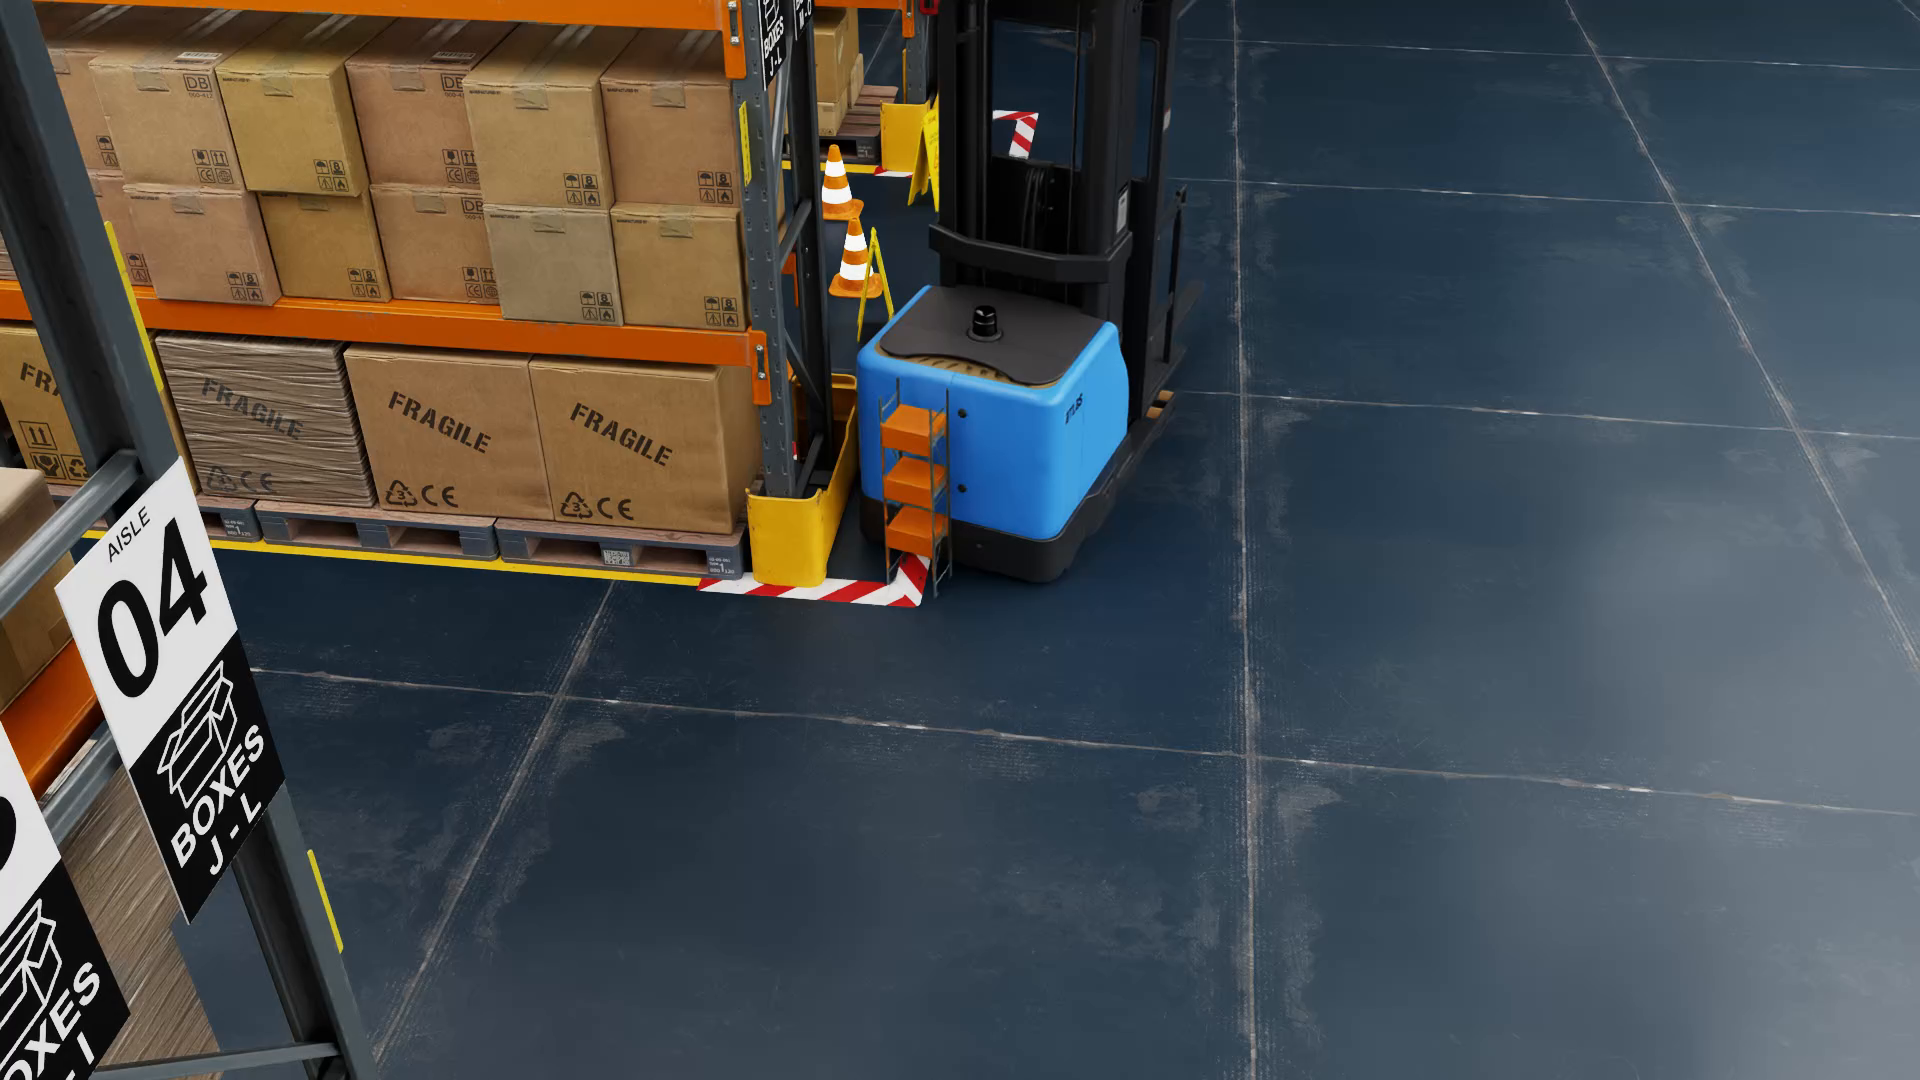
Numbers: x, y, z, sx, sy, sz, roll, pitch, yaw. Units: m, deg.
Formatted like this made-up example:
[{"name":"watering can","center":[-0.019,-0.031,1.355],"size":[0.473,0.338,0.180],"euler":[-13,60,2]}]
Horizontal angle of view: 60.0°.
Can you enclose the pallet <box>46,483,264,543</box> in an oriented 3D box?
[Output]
[{"name":"pallet","center":[-4.004,-0.399,8.628],"size":[1.213,0.211,1.003],"euler":[4,36,6]}]

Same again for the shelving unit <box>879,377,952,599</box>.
[{"name":"shelving unit","center":[-0.198,-0.228,7.661],"size":[0.252,1.050,0.215],"euler":[14,39,19]}]

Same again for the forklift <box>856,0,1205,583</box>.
[{"name":"forklift","center":[0.563,-1.841,8.307],"size":[1.130,2.935,3.031],"euler":[14,38,19]}]

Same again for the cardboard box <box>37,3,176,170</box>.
[{"name":"cardboard box","center":[-3.827,-2.116,7.573],"size":[0.550,0.550,0.875],"euler":[4,36,6]}]

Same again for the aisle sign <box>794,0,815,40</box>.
[{"name":"aisle sign","center":[-0.673,-2.566,7.025],"size":[0.004,0.787,0.394],"euler":[4,36,6]}]

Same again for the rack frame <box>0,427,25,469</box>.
[{"name":"rack frame","center":[-4.749,-1.636,7.960],"size":[0.127,3.000,1.000],"euler":[4,36,6]}]

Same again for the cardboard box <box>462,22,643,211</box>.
[{"name":"cardboard box","center":[-1.702,-1.878,7.240],"size":[0.550,0.550,0.875],"euler":[4,36,6]}]

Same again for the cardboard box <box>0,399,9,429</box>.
[{"name":"cardboard box","center":[-5.376,-0.885,8.483],"size":[0.750,0.750,1.050],"euler":[4,36,6]}]

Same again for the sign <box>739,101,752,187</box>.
[{"name":"sign","center":[-0.864,-1.596,6.703],"size":[0.005,0.325,0.100],"euler":[4,36,6]}]

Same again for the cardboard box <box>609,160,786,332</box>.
[{"name":"cardboard box","center":[-1.155,-1.402,7.504],"size":[0.550,0.550,0.875],"euler":[4,36,6]}]

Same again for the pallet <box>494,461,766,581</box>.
[{"name":"pallet","center":[-1.584,-0.219,8.375],"size":[1.213,0.211,1.003],"euler":[4,36,6]}]

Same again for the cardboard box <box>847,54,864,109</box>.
[{"name":"cardboard box","center":[-1.016,-3.470,12.536],"size":[0.500,0.250,0.500],"euler":[4,36,6]}]

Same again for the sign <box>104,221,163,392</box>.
[{"name":"sign","center":[-1.444,-0.379,2.864],"size":[0.005,0.325,0.100],"euler":[4,36,6]}]

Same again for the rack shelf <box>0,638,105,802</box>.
[{"name":"rack shelf","center":[-3.497,0.434,3.096],"size":[4.000,0.370,1.077],"euler":[4,36,6]}]

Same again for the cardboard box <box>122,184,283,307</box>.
[{"name":"cardboard box","center":[-3.312,-1.541,7.698],"size":[0.550,0.550,0.875],"euler":[4,36,6]}]

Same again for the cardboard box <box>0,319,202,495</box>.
[{"name":"cardboard box","center":[-4.134,-0.855,8.333],"size":[0.875,0.875,0.875],"euler":[5,36,7]}]

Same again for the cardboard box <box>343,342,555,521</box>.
[{"name":"cardboard box","center":[-2.335,-0.722,8.147],"size":[0.875,0.875,0.875],"euler":[4,36,5]}]

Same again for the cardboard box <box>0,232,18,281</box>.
[{"name":"cardboard box","center":[-4.381,-1.676,7.888],"size":[0.550,0.550,0.875],"euler":[4,36,6]}]

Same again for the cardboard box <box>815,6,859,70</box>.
[{"name":"cardboard box","center":[-1.040,-3.777,12.320],"size":[0.500,0.500,0.500],"euler":[3,36,4]}]

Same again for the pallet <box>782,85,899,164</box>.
[{"name":"pallet","center":[-1.128,-3.151,12.483],"size":[1.213,0.211,1.003],"euler":[4,36,6]}]

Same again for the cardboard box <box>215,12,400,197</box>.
[{"name":"cardboard box","center":[-2.782,-1.962,7.358],"size":[0.500,0.550,0.875],"euler":[4,36,6]}]

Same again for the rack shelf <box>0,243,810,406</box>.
[{"name":"rack shelf","center":[-2.765,-1.195,7.962],"size":[4.000,0.370,1.077],"euler":[4,36,6]}]

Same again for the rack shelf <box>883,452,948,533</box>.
[{"name":"rack shelf","center":[-0.198,-0.219,7.667],"size":[0.240,0.259,0.215],"euler":[14,39,19]}]

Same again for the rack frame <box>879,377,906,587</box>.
[{"name":"rack frame","center":[-0.310,-0.255,7.700],"size":[0.008,1.050,0.200],"euler":[14,39,19]}]

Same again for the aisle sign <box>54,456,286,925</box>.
[{"name":"aisle sign","center":[-1.414,0.284,3.032],"size":[0.004,0.787,0.394],"euler":[4,36,6]}]

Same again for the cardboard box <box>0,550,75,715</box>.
[{"name":"cardboard box","center":[-1.958,0.166,2.982],"size":[0.500,0.250,0.500],"euler":[5,36,7]}]

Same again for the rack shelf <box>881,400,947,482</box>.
[{"name":"rack shelf","center":[-0.201,-0.447,7.498],"size":[0.240,0.259,0.215],"euler":[14,39,19]}]

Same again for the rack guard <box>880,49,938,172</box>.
[{"name":"rack guard","center":[-0.326,-3.188,12.286],"size":[0.348,0.500,1.175],"euler":[4,36,6]}]

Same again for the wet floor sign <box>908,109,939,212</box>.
[{"name":"wet floor sign","center":[-0.199,-2.611,11.352],"size":[0.232,0.644,0.267],"euler":[17,39,22]}]

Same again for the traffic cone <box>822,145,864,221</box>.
[{"name":"traffic cone","center":[-0.842,-2.455,11.292],"size":[0.334,0.463,0.336],"euler":[4,36,6]}]

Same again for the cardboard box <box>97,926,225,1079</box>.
[{"name":"cardboard box","center":[-2.055,1.292,3.515],"size":[0.500,0.500,0.875],"euler":[4,36,6]}]

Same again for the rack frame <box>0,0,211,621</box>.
[{"name":"rack frame","center":[-1.513,-0.931,1.809],"size":[0.127,3.000,1.000],"euler":[4,36,6]}]

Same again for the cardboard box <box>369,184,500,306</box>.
[{"name":"cardboard box","center":[-2.243,-1.544,7.702],"size":[0.550,0.550,0.875],"euler":[4,36,6]}]
